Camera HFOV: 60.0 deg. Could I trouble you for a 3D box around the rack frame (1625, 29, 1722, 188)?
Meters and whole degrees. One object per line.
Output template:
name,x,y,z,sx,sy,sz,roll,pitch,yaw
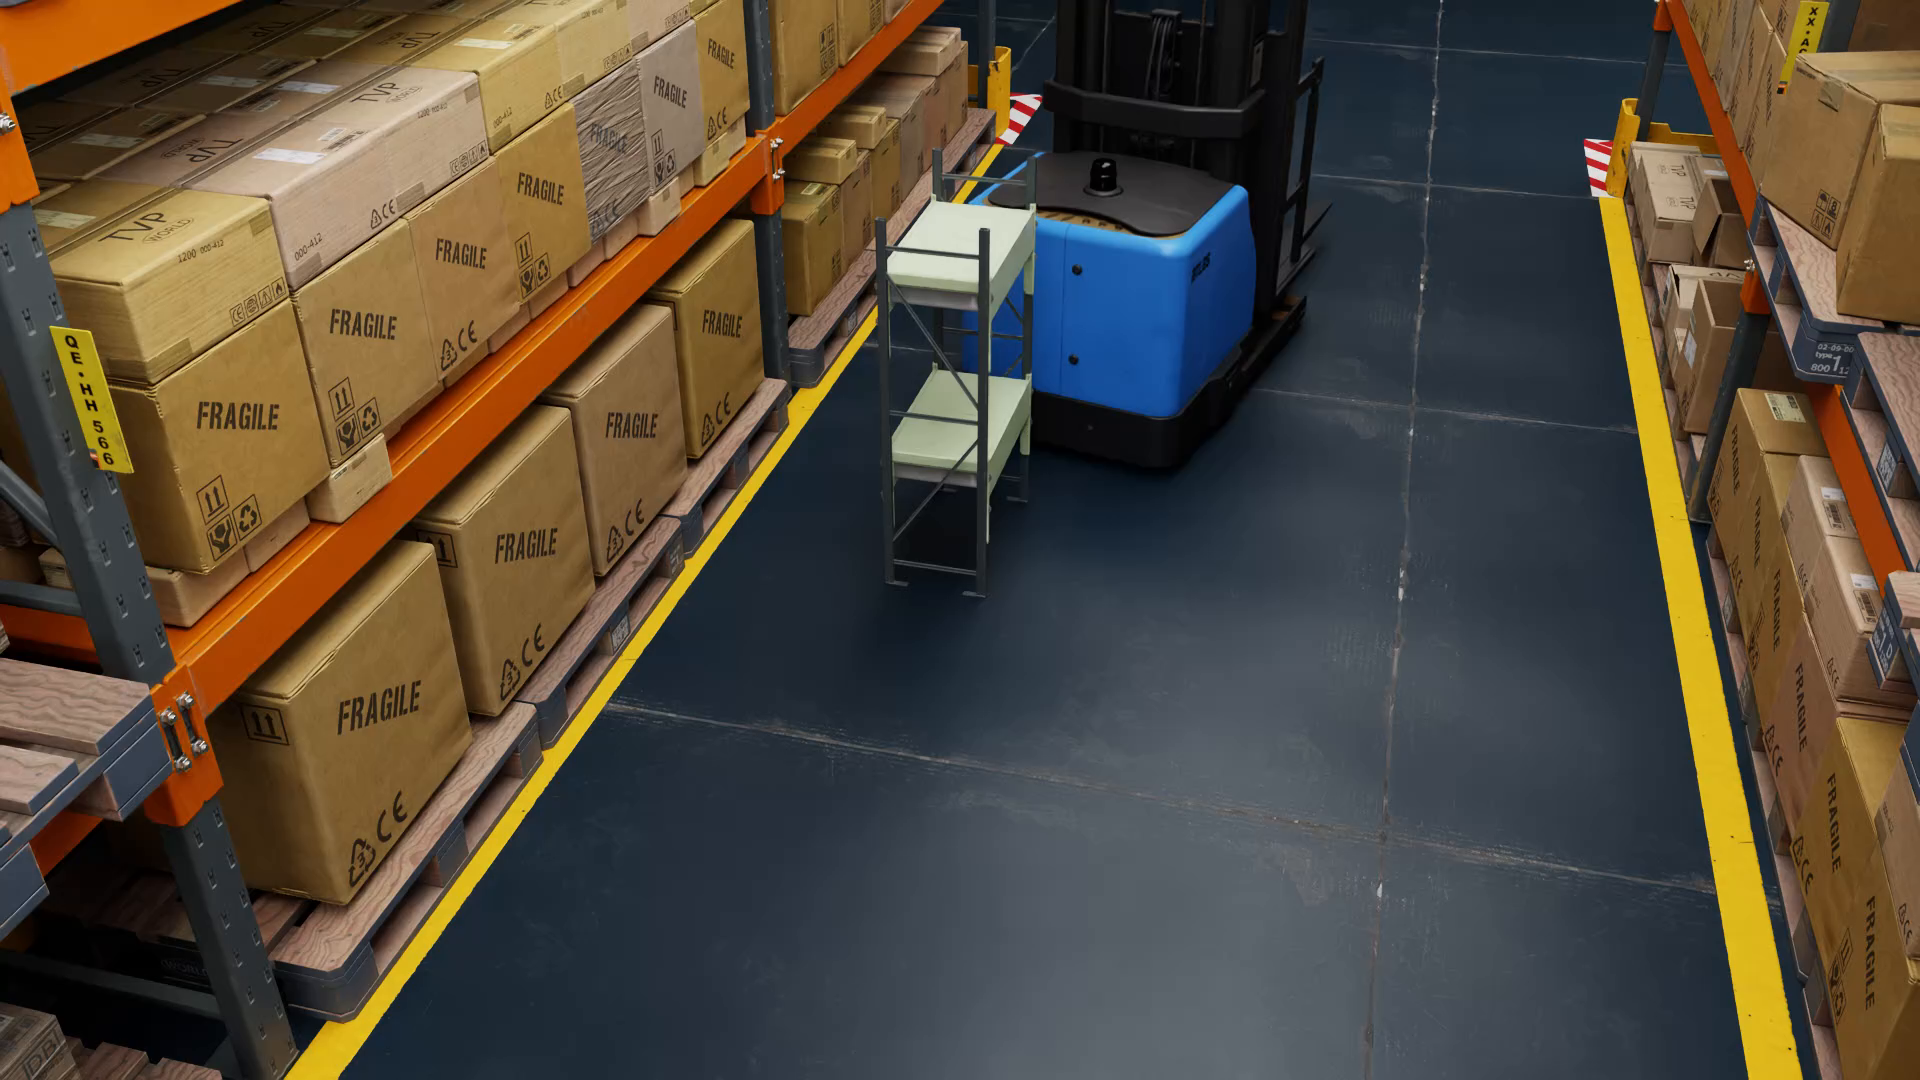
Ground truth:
rack frame,4.523,-3.375,9.263,1.000,3.000,0.127,8,33,12

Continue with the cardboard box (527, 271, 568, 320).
cardboard box,-1.540,-0.871,5.539,0.380,0.149,0.250,9,34,14

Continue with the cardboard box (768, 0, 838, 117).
cardboard box,-1.131,-2.378,7.415,0.980,0.700,0.700,9,33,13

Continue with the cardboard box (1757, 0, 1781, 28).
cardboard box,3.513,-2.328,6.590,0.500,0.500,0.500,7,33,11

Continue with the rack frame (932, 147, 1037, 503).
rack frame,0.091,-0.819,6.641,0.400,1.500,0.023,8,33,12

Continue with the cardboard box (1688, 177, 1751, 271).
cardboard box,3.979,-1.407,8.085,0.797,0.503,0.637,8,33,12

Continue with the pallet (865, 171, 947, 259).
pallet,-0.709,-1.814,9.407,1.003,0.211,1.213,8,33,12

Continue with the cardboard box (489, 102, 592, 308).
cardboard box,-1.536,-1.089,5.278,0.500,0.500,0.500,9,34,14

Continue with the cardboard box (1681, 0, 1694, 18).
cardboard box,4.029,-2.955,8.508,0.500,0.500,0.500,8,33,12

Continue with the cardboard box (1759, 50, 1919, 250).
cardboard box,3.171,-1.304,5.520,0.700,0.500,0.500,-3,33,-4

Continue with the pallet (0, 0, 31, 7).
pallet,-2.188,-1.424,3.574,1.213,0.211,1.003,10,34,15

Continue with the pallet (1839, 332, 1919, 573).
pallet,2.982,-0.153,4.373,1.003,0.211,1.213,8,33,12

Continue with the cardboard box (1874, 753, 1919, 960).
cardboard box,2.513,0.782,3.945,0.500,0.250,0.500,9,34,14

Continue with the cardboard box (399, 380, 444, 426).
cardboard box,-1.769,-0.477,4.920,0.380,0.149,0.250,9,33,13

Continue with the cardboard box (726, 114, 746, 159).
cardboard box,-1.097,-1.660,6.781,0.380,0.149,0.250,8,33,13

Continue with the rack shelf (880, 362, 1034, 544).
rack shelf,-0.002,-0.354,6.517,0.431,0.370,0.720,8,33,12

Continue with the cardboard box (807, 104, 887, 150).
cardboard box,-0.600,-2.166,8.695,0.380,0.149,0.250,7,33,11

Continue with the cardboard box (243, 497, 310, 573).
cardboard box,-1.920,-0.068,4.276,0.380,0.149,0.250,8,33,13

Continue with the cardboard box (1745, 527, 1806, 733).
cardboard box,2.890,0.324,5.364,0.500,0.500,0.500,8,33,13

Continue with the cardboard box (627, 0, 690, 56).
cardboard box,-1.295,-1.923,5.891,0.500,0.250,0.500,9,33,13

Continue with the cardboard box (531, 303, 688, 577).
cardboard box,-1.547,-0.425,6.235,0.750,0.750,0.750,9,34,14

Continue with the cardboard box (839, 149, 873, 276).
cardboard box,-0.865,-1.729,8.612,0.700,0.500,0.500,8,33,12

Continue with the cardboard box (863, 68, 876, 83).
cardboard box,-0.704,-2.766,9.639,0.380,0.149,0.250,8,33,13

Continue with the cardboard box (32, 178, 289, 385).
cardboard box,-1.928,-0.604,3.817,0.500,0.250,0.500,9,33,14

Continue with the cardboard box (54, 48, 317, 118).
cardboard box,-2.167,-1.194,4.743,0.500,0.250,0.500,7,33,11

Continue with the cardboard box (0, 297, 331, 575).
cardboard box,-1.929,-0.290,4.021,0.500,0.500,0.500,9,34,14

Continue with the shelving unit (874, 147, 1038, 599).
shelving unit,-0.002,-0.629,6.342,0.431,1.500,0.755,8,33,12

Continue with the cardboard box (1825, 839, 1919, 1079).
cardboard box,2.503,1.128,4.099,0.500,0.500,0.500,9,34,14

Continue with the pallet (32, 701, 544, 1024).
pallet,-2.027,0.882,5.166,1.003,0.211,1.213,8,33,12

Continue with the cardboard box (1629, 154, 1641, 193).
cardboard box,4.021,-2.065,9.433,0.380,0.166,0.250,8,33,12

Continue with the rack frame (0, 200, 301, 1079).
rack frame,-2.300,0.104,3.791,1.000,3.000,0.127,8,33,12

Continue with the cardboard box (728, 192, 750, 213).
cardboard box,-1.225,-1.694,7.953,0.380,0.149,0.250,8,33,12

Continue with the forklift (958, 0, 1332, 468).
forklift,1.105,-2.314,7.657,1.130,2.935,3.031,15,35,22

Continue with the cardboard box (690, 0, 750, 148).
cardboard box,-1.158,-1.874,6.513,0.500,0.500,0.500,8,33,12

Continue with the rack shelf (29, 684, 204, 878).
rack shelf,-2.808,1.445,2.351,1.077,0.370,4.000,8,33,12

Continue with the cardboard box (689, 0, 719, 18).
cardboard box,-1.156,-2.187,6.307,0.500,0.250,0.500,9,33,14

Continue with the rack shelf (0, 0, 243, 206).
rack shelf,-1.792,-1.896,4.812,1.077,0.370,4.000,8,33,12

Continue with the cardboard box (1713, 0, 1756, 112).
cardboard box,3.644,-2.171,7.275,0.500,0.500,0.500,9,33,13

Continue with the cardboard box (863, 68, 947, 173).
cardboard box,-0.478,-2.534,9.878,0.700,0.500,0.500,8,33,12

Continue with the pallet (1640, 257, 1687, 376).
pallet,3.990,-1.114,8.306,1.003,0.211,1.213,8,33,12

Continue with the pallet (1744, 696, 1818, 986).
pallet,3.030,0.940,5.075,1.003,0.211,1.213,8,33,12

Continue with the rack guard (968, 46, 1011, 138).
rack guard,-0.264,-3.005,11.011,1.175,0.500,0.348,8,33,12

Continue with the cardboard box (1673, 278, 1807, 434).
cardboard box,3.378,-0.765,7.077,0.500,0.500,0.500,8,33,12

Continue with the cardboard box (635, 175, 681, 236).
cardboard box,-1.258,-1.253,6.140,0.380,0.149,0.250,8,33,12
